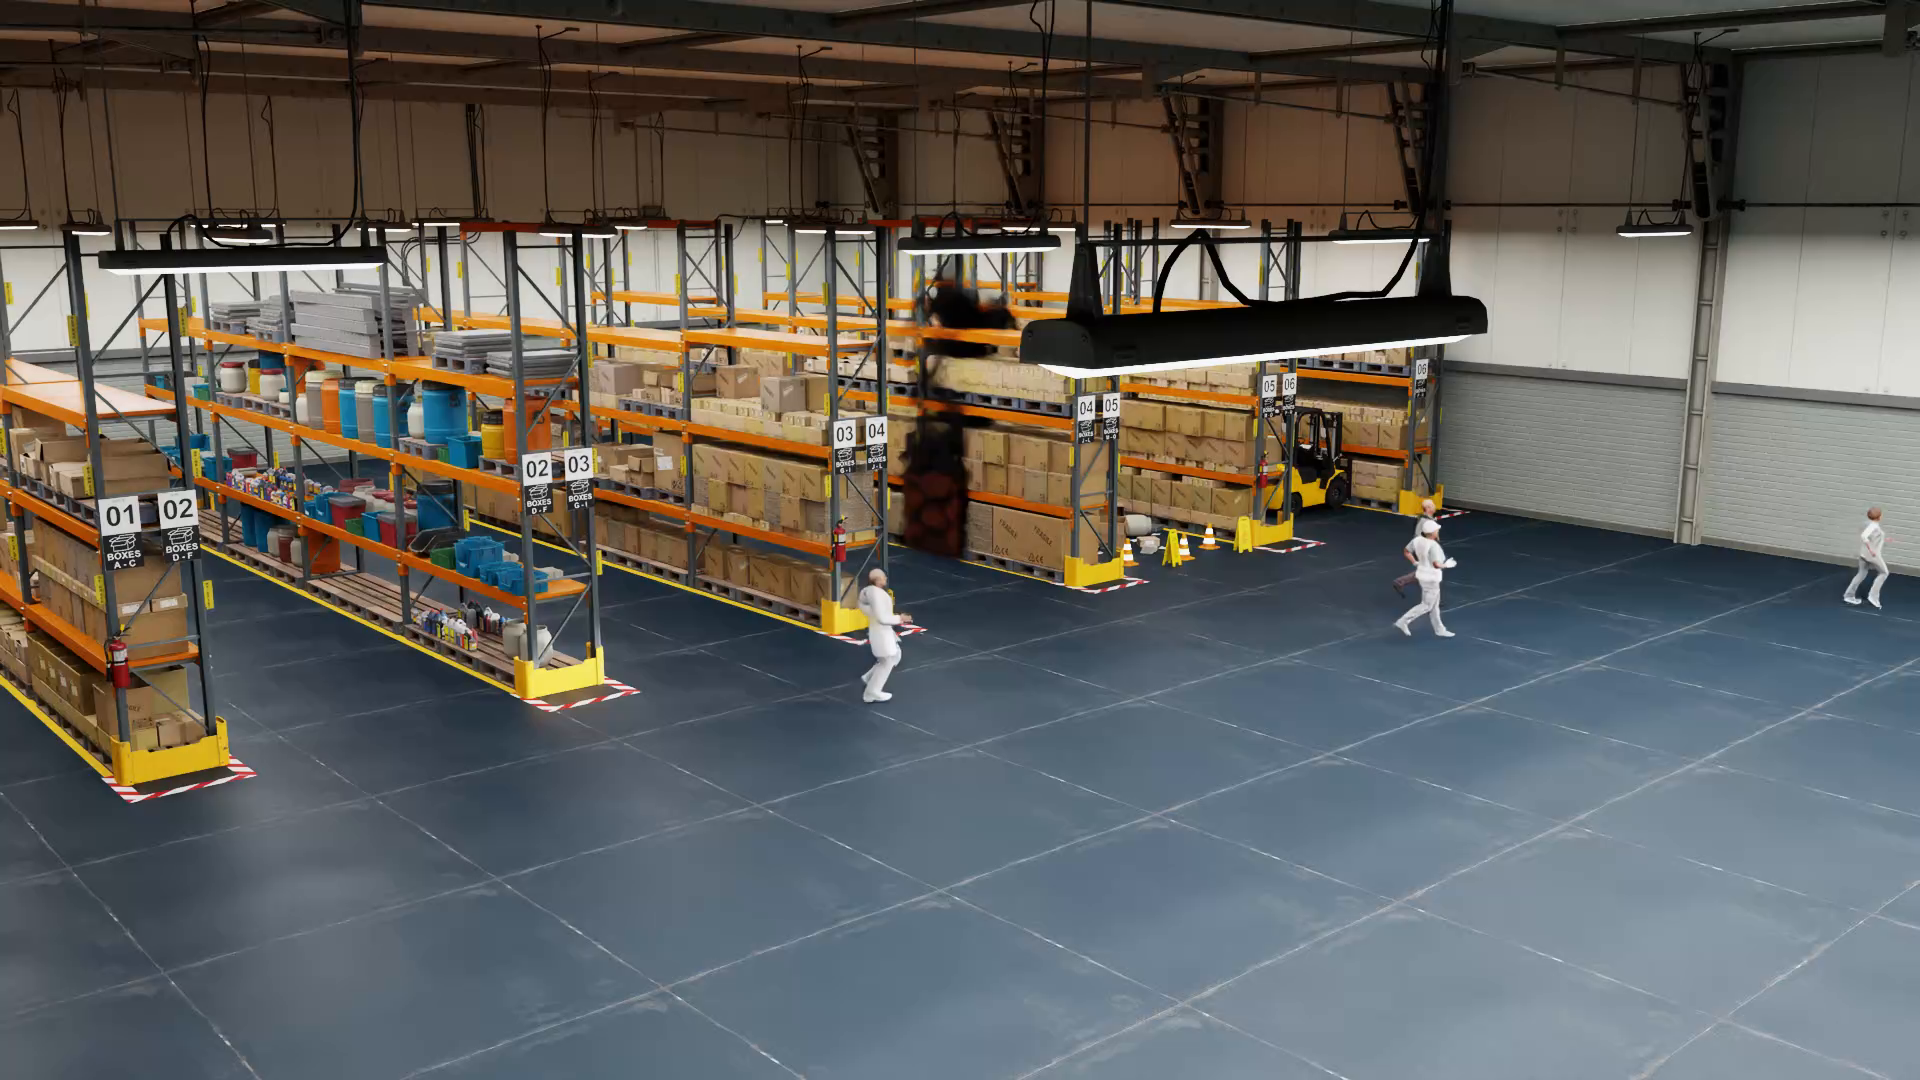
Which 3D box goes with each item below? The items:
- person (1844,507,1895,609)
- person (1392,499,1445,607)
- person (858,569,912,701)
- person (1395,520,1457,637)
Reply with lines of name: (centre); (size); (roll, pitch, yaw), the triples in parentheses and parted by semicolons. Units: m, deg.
person: (14.477, 0.276, 26.447); (0.663, 1.621, 0.515); (1, 11, 5)
person: (7.343, 0.193, 26.508); (0.840, 1.717, 0.658); (2, 12, 11)
person: (-0.955, 1.212, 21.421); (0.636, 1.738, 0.698); (-2, 12, -12)
person: (6.854, 0.587, 24.352); (0.984, 1.781, 0.684); (-2, 12, -9)
